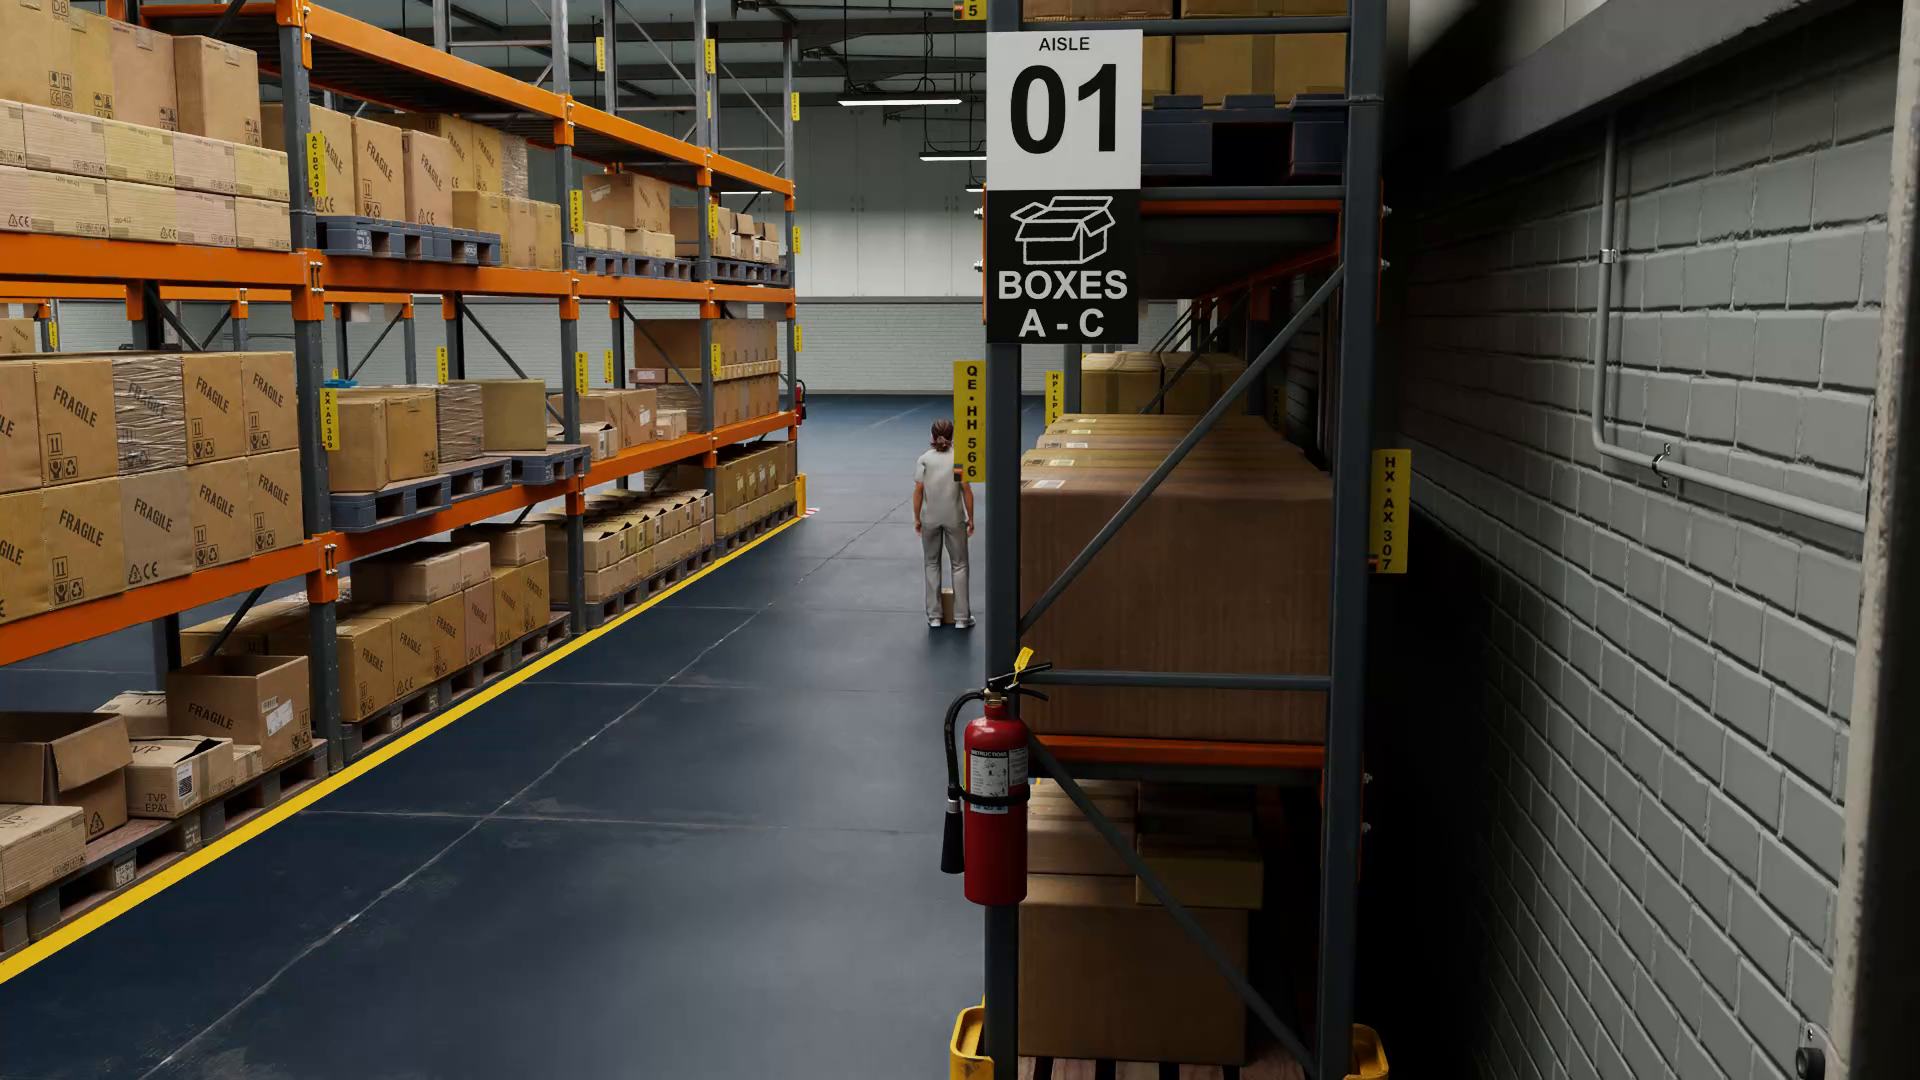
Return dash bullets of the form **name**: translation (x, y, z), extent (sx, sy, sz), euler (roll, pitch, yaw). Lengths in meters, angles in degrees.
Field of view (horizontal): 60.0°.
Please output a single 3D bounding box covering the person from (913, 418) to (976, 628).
- **person**: translation (-0.126, -0.137, 13.317), extent (0.486, 1.673, 0.404), euler (1, 8, 6)
